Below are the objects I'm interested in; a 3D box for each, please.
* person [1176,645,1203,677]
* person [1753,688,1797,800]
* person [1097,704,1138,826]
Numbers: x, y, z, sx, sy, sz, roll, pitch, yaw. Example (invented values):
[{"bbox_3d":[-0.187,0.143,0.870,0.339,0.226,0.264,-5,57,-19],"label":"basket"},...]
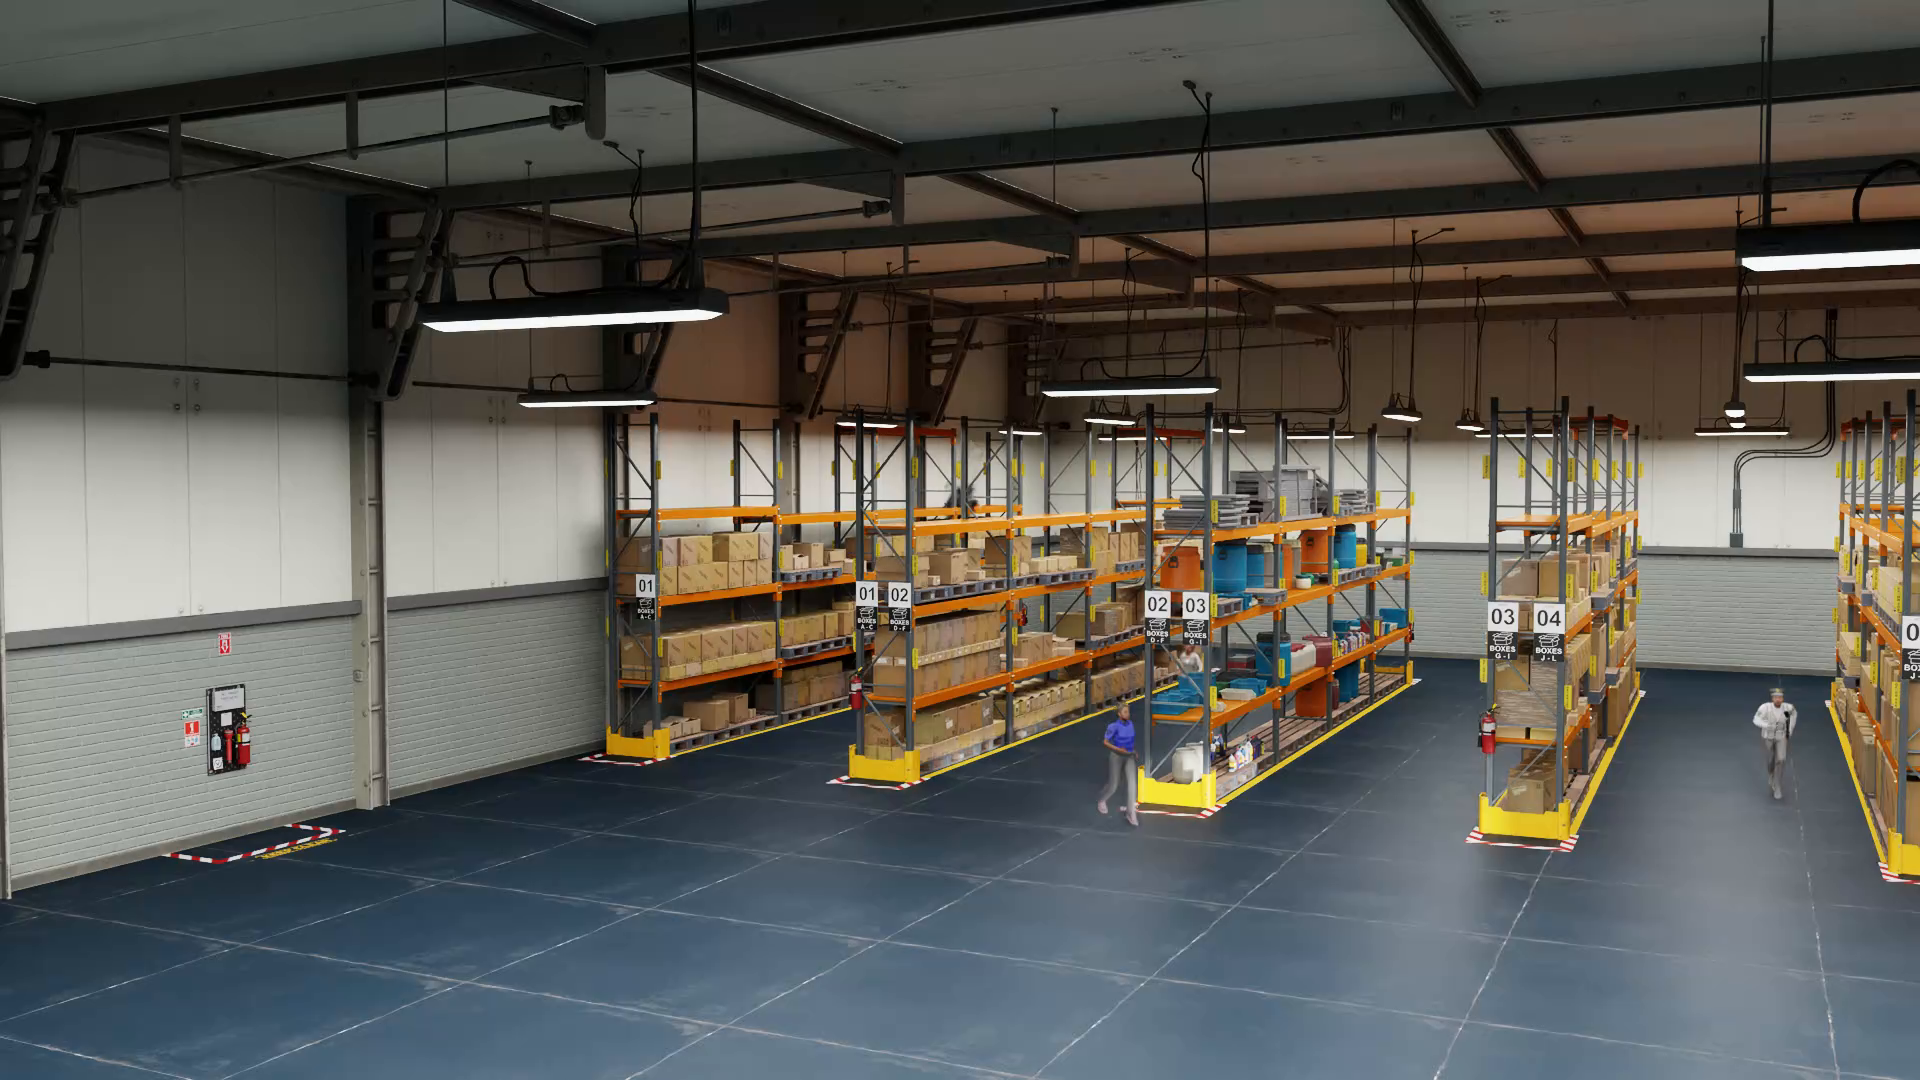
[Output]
[{"bbox_3d":[4.625,2.832,33.565,0.556,1.558,0.666,1,3,17],"label":"person"},{"bbox_3d":[12.591,3.099,25.698,0.612,1.691,0.992,1,3,25],"label":"person"},{"bbox_3d":[2.306,3.170,23.738,0.613,1.664,0.940,-1,3,-27],"label":"person"}]
